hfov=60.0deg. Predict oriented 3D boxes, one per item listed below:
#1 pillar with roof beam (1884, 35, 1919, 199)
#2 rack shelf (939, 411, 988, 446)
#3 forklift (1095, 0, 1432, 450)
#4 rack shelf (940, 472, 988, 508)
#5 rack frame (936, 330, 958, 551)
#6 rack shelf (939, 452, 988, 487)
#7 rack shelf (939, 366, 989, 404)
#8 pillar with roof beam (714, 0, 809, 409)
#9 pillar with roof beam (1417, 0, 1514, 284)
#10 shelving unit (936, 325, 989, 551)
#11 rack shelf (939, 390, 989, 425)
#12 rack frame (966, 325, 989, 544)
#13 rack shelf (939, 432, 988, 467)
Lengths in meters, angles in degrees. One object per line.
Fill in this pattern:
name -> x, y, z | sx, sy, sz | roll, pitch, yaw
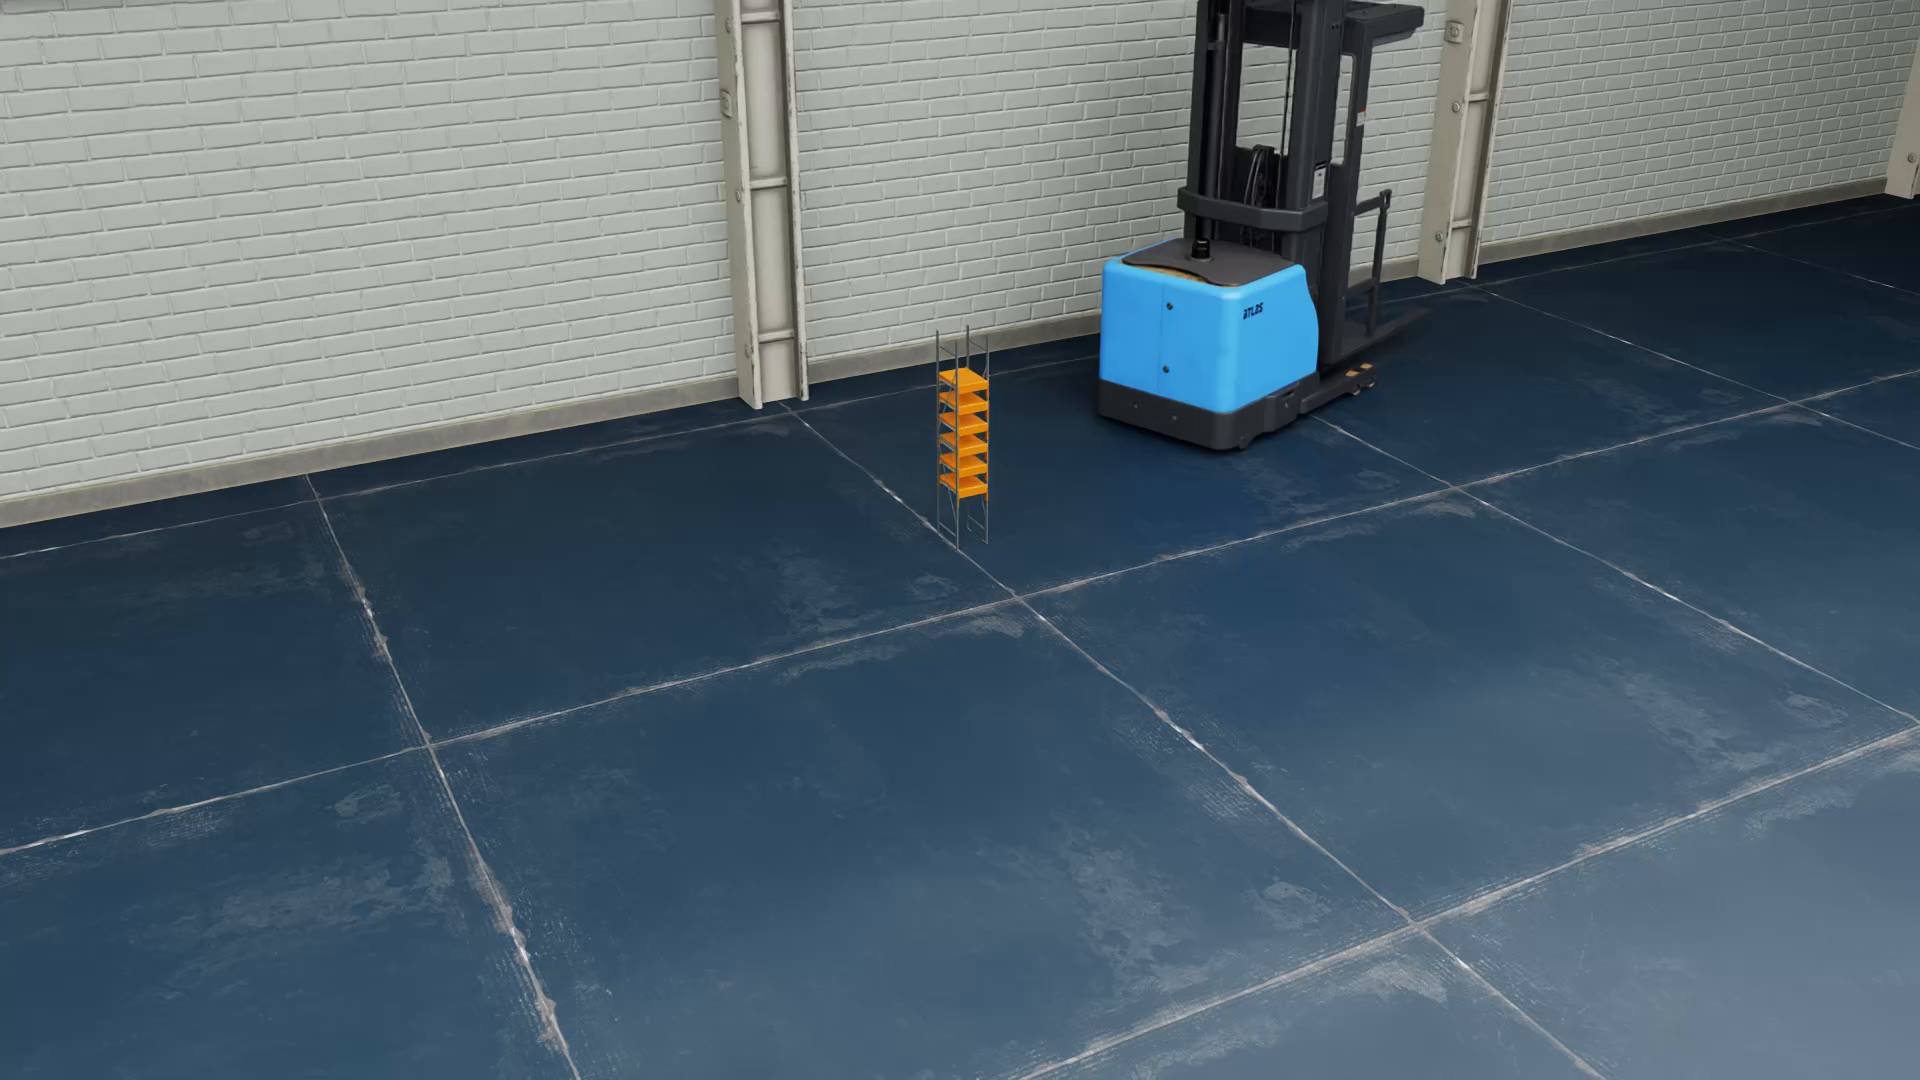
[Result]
pillar with roof beam -> 11.352, -5.824, 10.983 | 0.400, 9.000, 9.100 | -13, 29, -25
rack shelf -> 0.013, -0.612, 8.964 | 0.180, 0.103, 0.258 | -13, 29, -25
forklift -> 2.236, -2.433, 10.931 | 1.130, 2.935, 3.031 | 21, 33, 37
rack shelf -> 0.013, -0.287, 9.120 | 0.180, 0.103, 0.258 | -13, 29, -25
rack frame -> -0.068, -0.525, 8.958 | 0.006, 1.200, 0.240 | -13, 29, -25
rack shelf -> 0.013, -0.396, 9.068 | 0.180, 0.103, 0.258 | -13, 29, -25
rack shelf -> 0.013, -0.828, 8.860 | 0.180, 0.103, 0.258 | -13, 29, -25
pillar with roof beam -> 0.763, -3.380, 5.892 | 0.400, 9.000, 9.100 | -13, 29, -25
pillar with roof beam -> 6.057, -4.602, 8.438 | 0.400, 9.000, 9.100 | -13, 29, -25
shelving unit -> 0.013, -0.544, 8.996 | 0.189, 1.200, 0.258 | -13, 29, -25
rack shelf -> 0.013, -0.720, 8.912 | 0.180, 0.103, 0.258 | -13, 29, -25
rack frame -> 0.094, -0.562, 9.035 | 0.006, 1.200, 0.240 | -13, 29, -25
rack shelf -> 0.013, -0.504, 9.016 | 0.180, 0.103, 0.258 | -13, 29, -25
